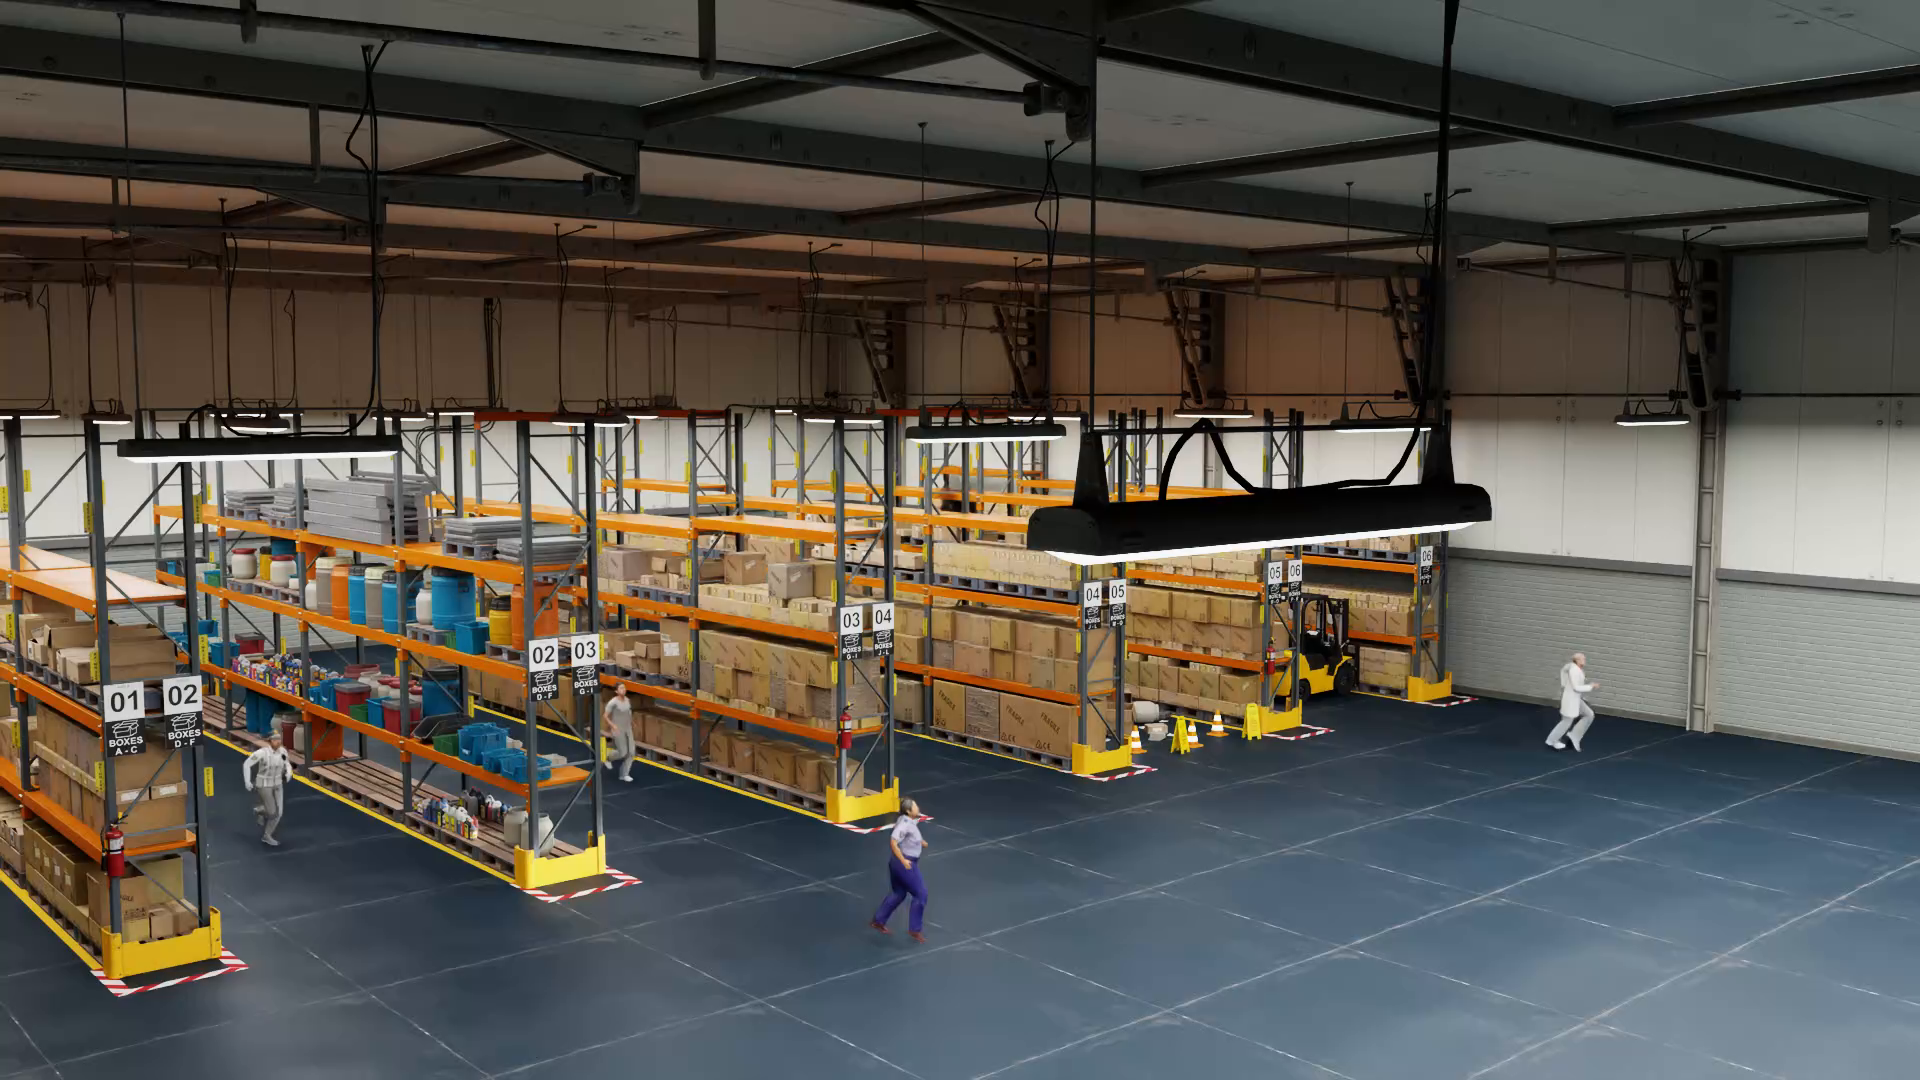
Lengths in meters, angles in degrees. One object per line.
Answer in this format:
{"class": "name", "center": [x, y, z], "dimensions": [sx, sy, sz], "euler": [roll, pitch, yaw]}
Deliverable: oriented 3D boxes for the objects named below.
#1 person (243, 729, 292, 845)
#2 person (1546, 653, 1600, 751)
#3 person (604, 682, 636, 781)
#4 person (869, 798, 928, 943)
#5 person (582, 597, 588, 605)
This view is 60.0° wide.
{"class": "person", "center": [-9.723, 3.473, 23.431], "dimensions": [0.641, 1.650, 0.653], "euler": [4, 6, 36]}
{"class": "person", "center": [10.861, 2.864, 29.423], "dimensions": [0.854, 1.765, 0.753], "euler": [3, 6, 27]}
{"class": "person", "center": [-5.596, 3.132, 27.328], "dimensions": [0.624, 1.621, 0.569], "euler": [4, 6, 39]}
{"class": "person", "center": [-0.704, 3.838, 19.286], "dimensions": [0.704, 1.720, 0.627], "euler": [-1, 5, -10]}
{"class": "person", "center": [-8.620, 2.126, 37.927], "dimensions": [0.652, 1.839, 0.749], "euler": [-3, 6, -34]}
